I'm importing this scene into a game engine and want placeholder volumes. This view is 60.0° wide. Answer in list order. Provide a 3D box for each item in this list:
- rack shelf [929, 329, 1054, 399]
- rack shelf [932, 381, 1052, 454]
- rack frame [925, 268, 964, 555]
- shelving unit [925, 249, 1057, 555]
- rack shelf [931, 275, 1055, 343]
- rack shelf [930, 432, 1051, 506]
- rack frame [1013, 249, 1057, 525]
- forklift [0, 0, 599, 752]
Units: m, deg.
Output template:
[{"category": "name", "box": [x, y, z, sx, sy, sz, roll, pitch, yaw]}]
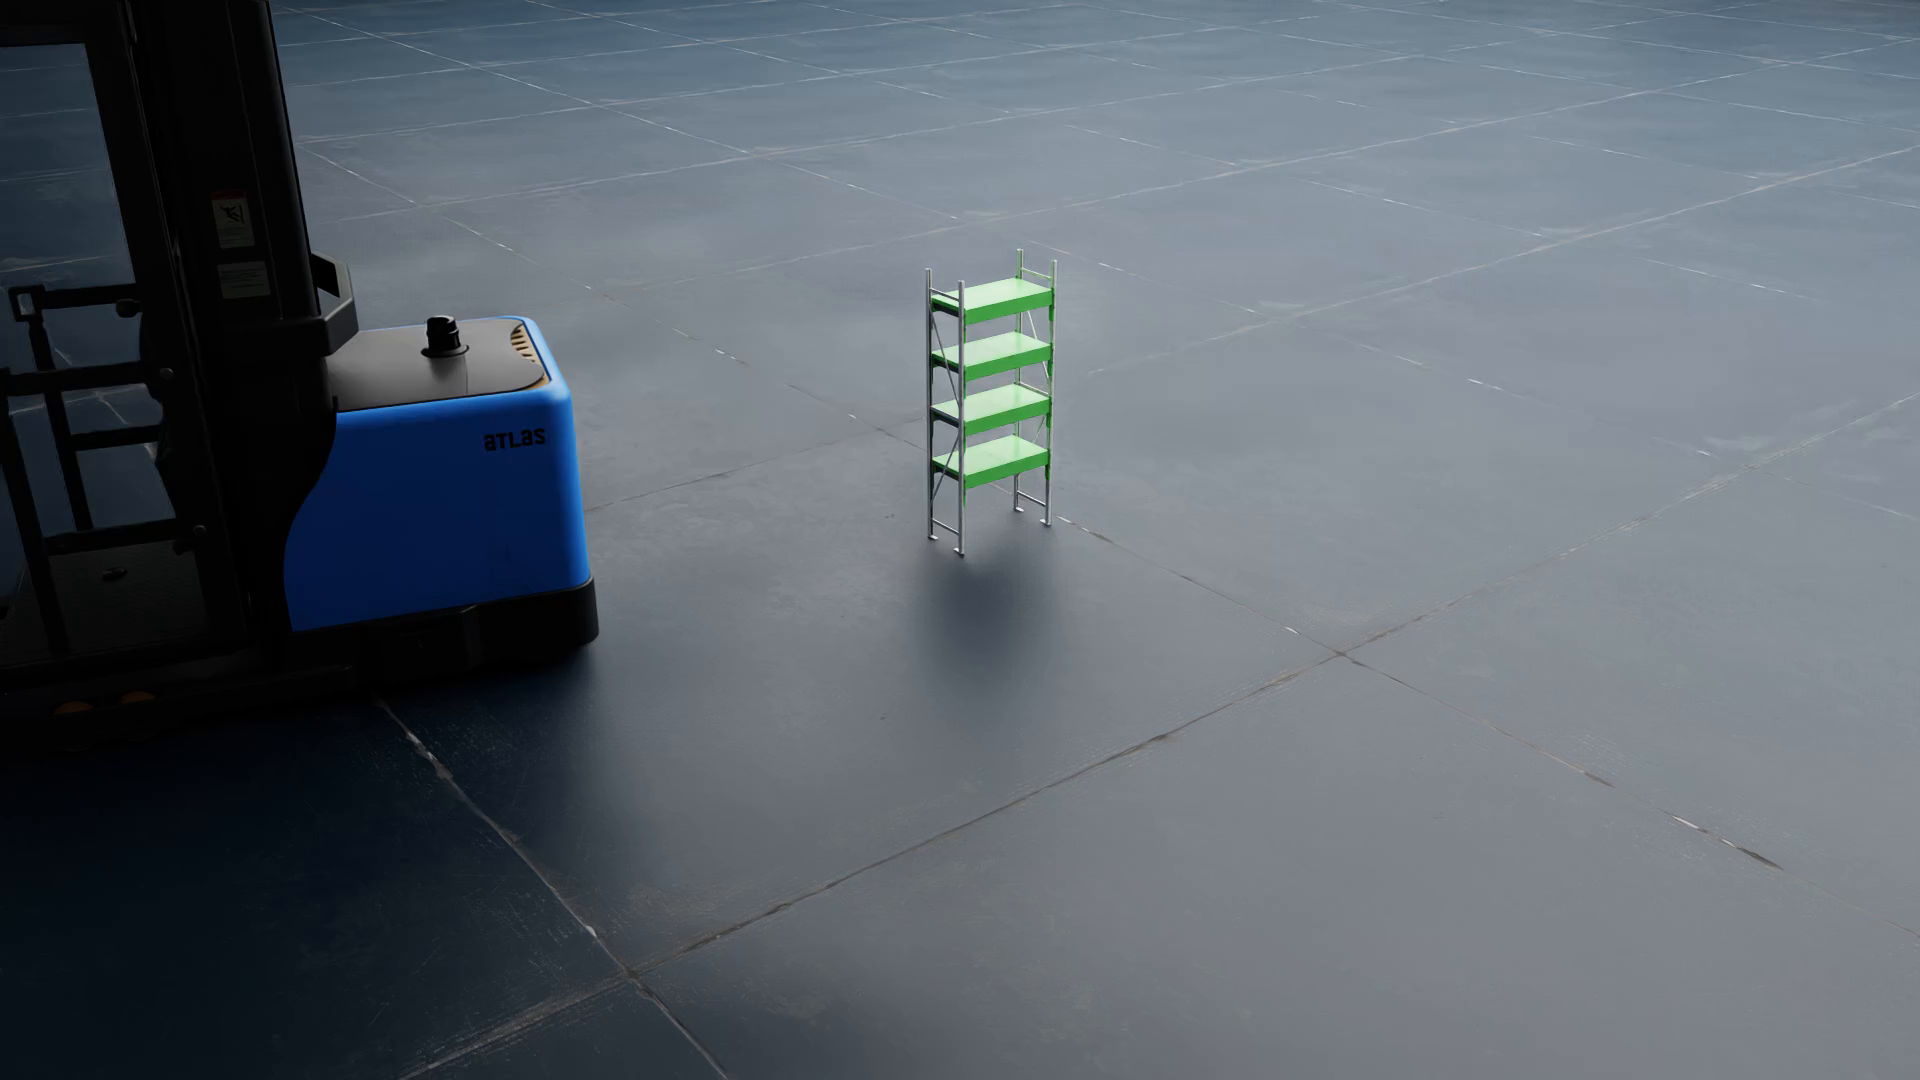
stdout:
[{"category": "rack shelf", "box": [0.130, -0.747, 7.016, 0.480, 0.148, 0.258, -18, 31, -34]}, {"category": "rack shelf", "box": [0.130, -0.529, 7.117, 0.480, 0.148, 0.258, -18, 31, -34]}, {"category": "rack frame", "box": [-0.062, -0.524, 6.953, 0.015, 1.200, 0.240, -18, 31, -34]}, {"category": "shelving unit", "box": [0.130, -0.587, 7.090, 0.503, 1.200, 0.258, -18, 31, -34]}, {"category": "rack shelf", "box": [0.130, -0.965, 6.915, 0.480, 0.148, 0.258, -18, 31, -34]}, {"category": "rack shelf", "box": [0.130, -0.312, 7.218, 0.480, 0.148, 0.258, -18, 31, -34]}, {"category": "rack frame", "box": [0.322, -0.651, 7.227, 0.015, 1.200, 0.240, -18, 31, -34]}, {"category": "forklift", "box": [-2.941, -0.857, 5.616, 3.031, 2.935, 1.130, -9, 26, -19]}]
